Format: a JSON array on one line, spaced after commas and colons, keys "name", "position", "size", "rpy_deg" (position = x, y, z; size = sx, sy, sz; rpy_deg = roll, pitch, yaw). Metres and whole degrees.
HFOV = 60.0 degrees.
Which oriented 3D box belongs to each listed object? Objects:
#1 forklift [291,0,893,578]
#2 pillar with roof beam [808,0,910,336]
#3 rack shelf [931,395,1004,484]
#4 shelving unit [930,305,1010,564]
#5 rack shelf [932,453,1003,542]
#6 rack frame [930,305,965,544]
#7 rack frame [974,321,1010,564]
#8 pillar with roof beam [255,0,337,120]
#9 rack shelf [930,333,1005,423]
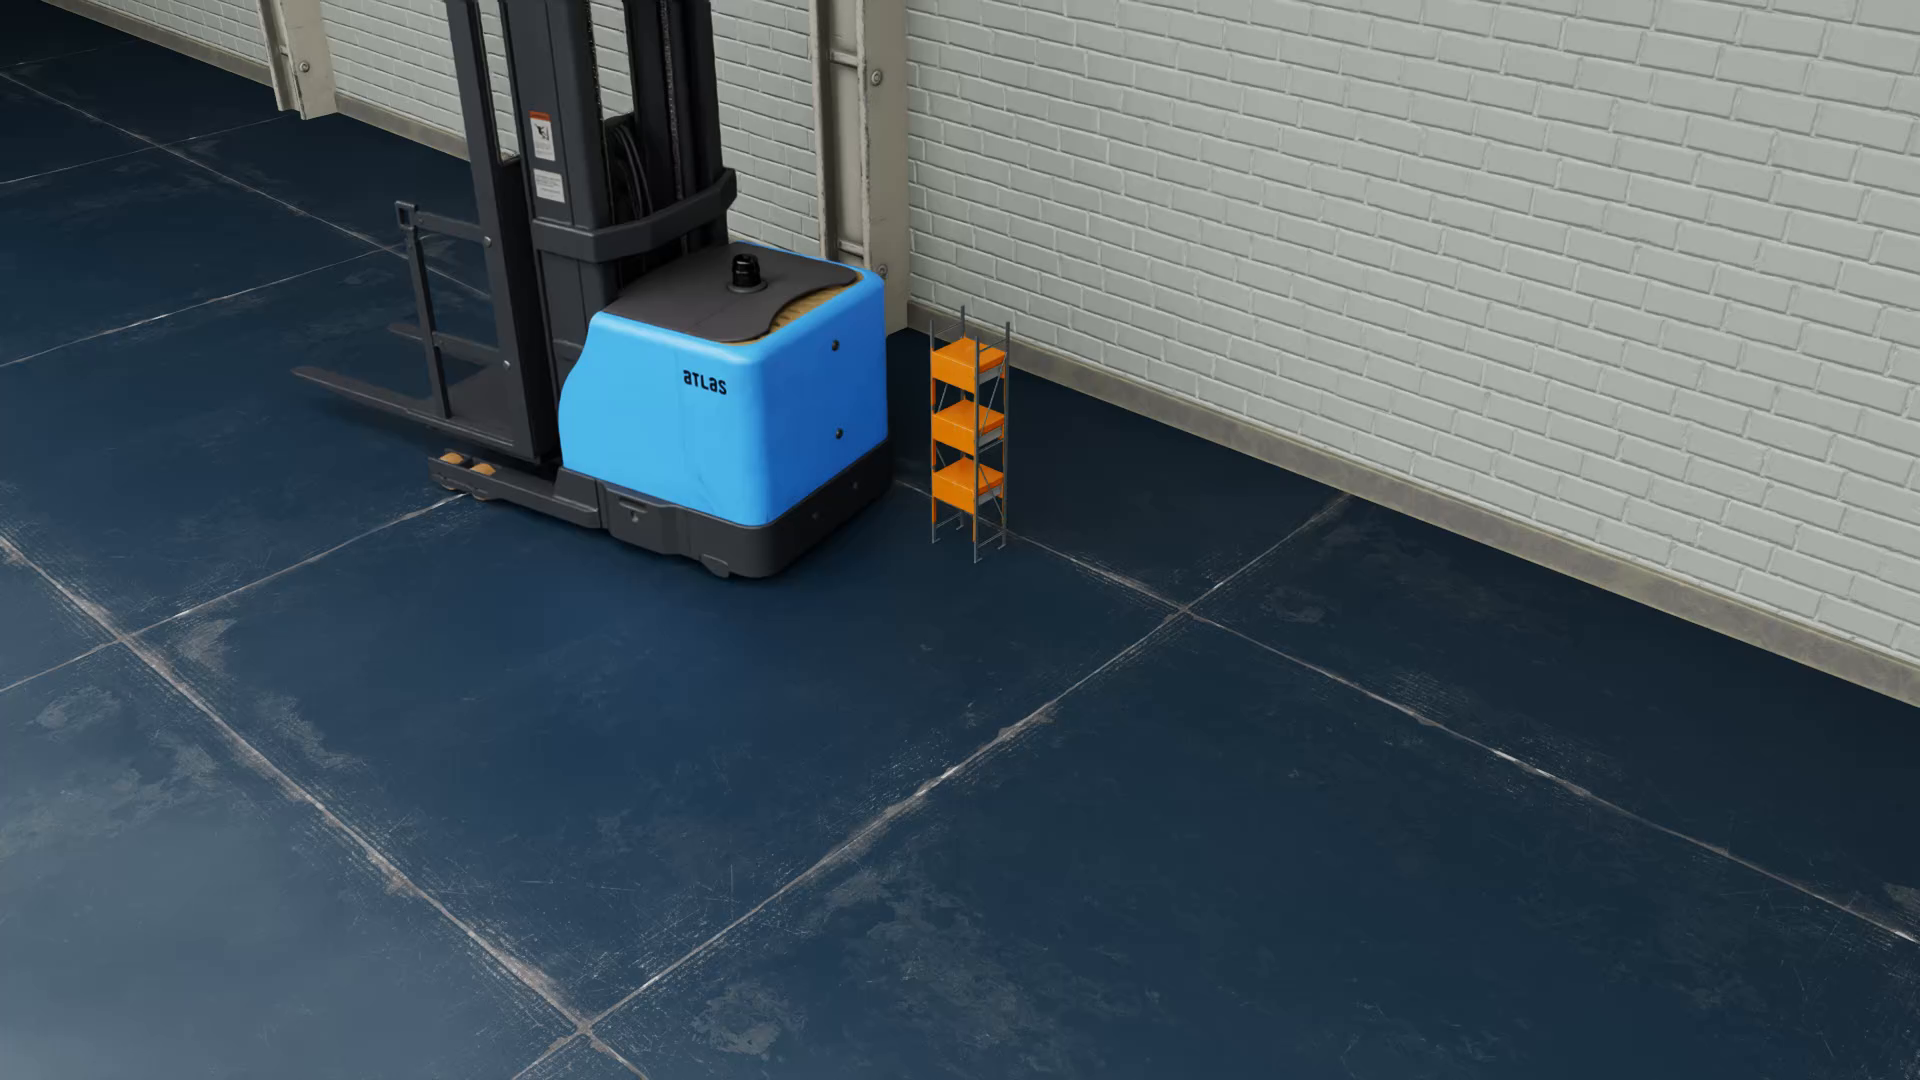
[{"name": "forklift", "position": [-1.835, -1.650, 7.149], "size": [3.031, 2.935, 1.130], "rpy_deg": [17, 35, 26]}, {"name": "pillar with roof beam", "position": [-3.407, -3.415, 4.198], "size": [0.400, 9.000, 9.100], "rpy_deg": [25, 39, 35]}, {"name": "rack shelf", "position": [0.040, -0.422, 6.954], "size": [0.240, 0.259, 0.215], "rpy_deg": [25, 39, 35]}, {"name": "shelving unit", "position": [0.040, -0.431, 6.948], "size": [0.252, 1.050, 0.215], "rpy_deg": [25, 39, 35]}, {"name": "rack shelf", "position": [0.040, -0.184, 7.097], "size": [0.240, 0.259, 0.215], "rpy_deg": [25, 39, 35]}, {"name": "rack frame", "position": [-0.051, -0.473, 7.019], "size": [0.008, 1.050, 0.200], "rpy_deg": [25, 39, 35]}, {"name": "rack frame", "position": [0.130, -0.389, 6.878], "size": [0.008, 1.050, 0.200], "rpy_deg": [25, 39, 35]}, {"name": "pillar with roof beam", "position": [-7.855, -5.492, 7.647], "size": [0.400, 9.000, 9.100], "rpy_deg": [25, 39, 35]}, {"name": "rack shelf", "position": [0.040, -0.665, 6.808], "size": [0.240, 0.259, 0.215], "rpy_deg": [25, 39, 35]}]
